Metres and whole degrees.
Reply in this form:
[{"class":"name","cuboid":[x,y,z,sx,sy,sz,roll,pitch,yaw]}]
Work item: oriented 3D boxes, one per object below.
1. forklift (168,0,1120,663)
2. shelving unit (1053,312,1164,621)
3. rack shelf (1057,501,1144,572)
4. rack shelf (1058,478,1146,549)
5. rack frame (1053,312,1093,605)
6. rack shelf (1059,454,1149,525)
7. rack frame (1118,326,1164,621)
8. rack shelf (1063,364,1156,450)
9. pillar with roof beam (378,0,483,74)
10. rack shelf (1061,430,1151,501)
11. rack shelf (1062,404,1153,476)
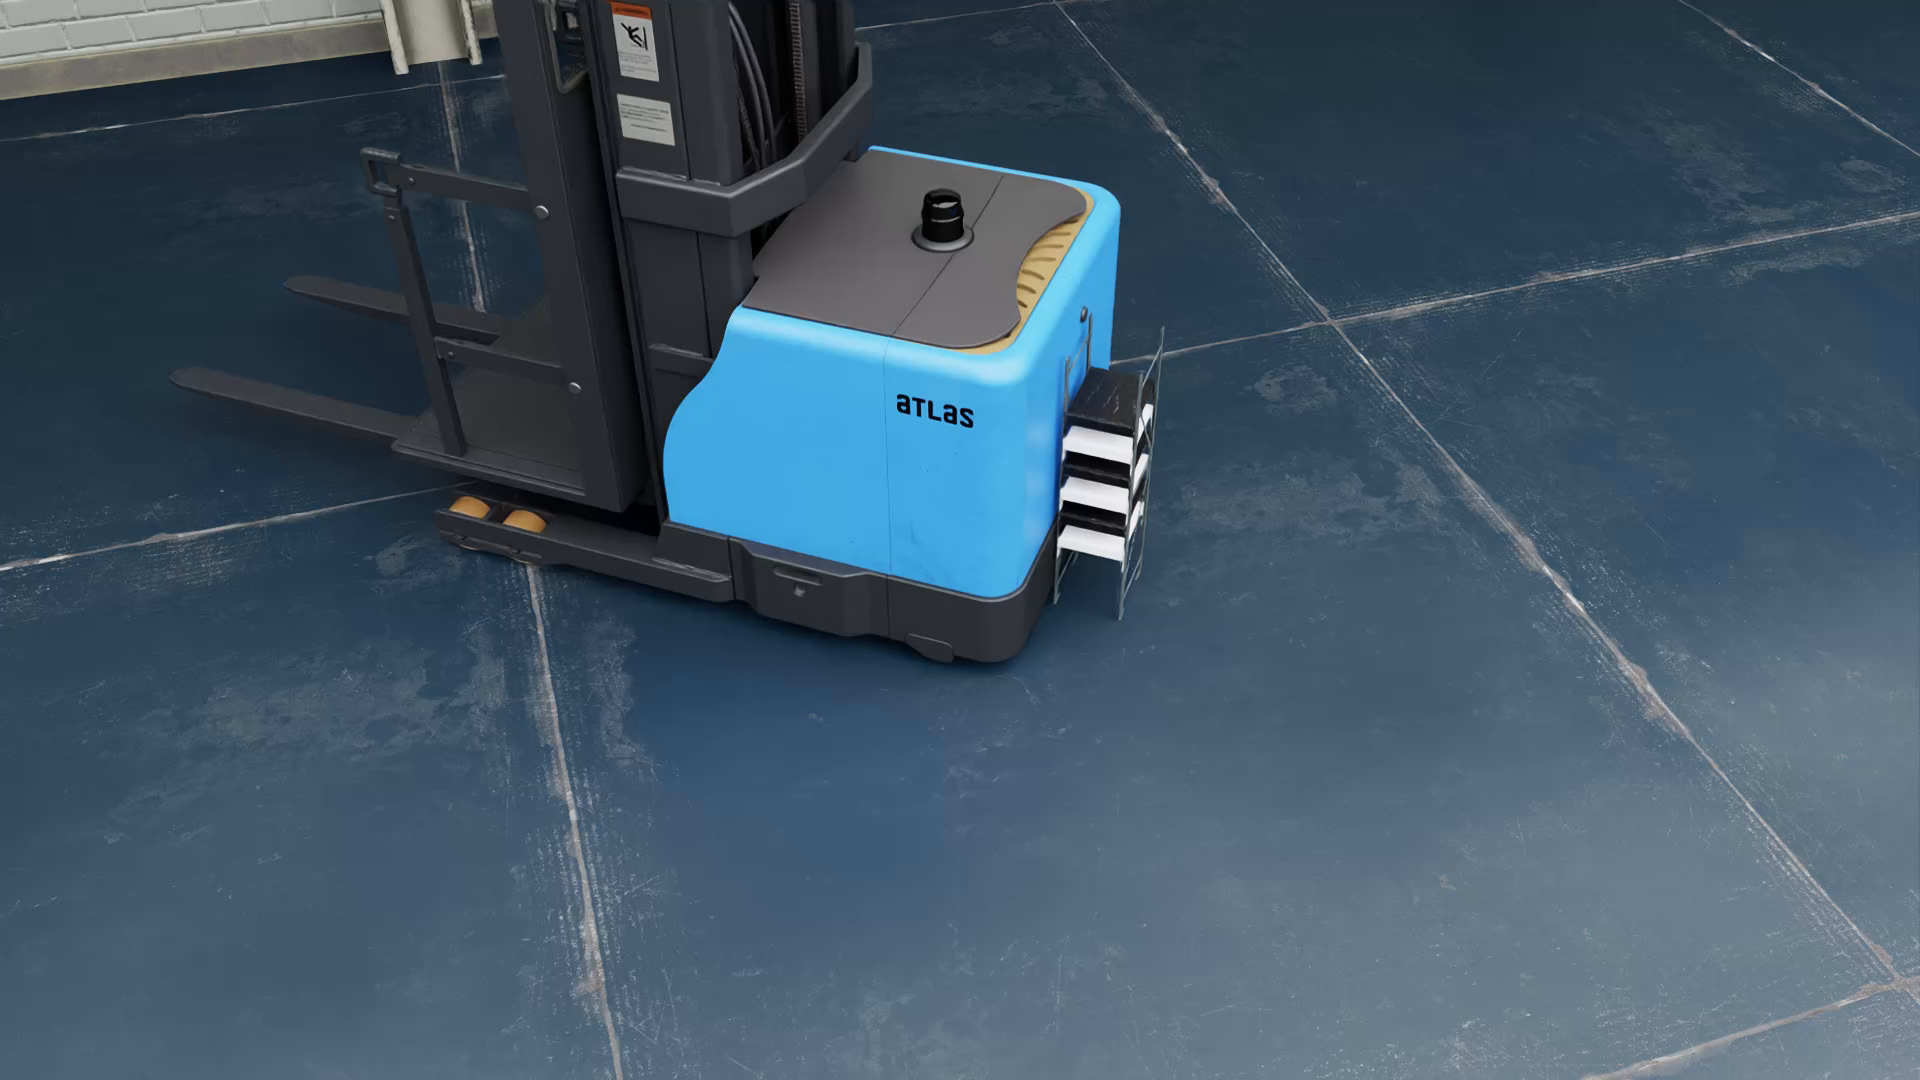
[{"class":"forklift","cuboid":[-1.097,-1.342,4.559,3.031,2.935,1.130,13,43,15]},{"class":"shelving unit","cuboid":[0.421,-0.194,4.788,0.210,0.900,0.258,13,43,15]},{"class":"rack shelf","cuboid":[0.421,-0.034,4.929,0.200,0.077,0.258,13,43,15]},{"class":"rack shelf","cuboid":[0.421,-0.101,4.870,0.200,0.077,0.258,13,43,15]},{"class":"rack frame","cuboid":[0.325,-0.217,4.814,0.006,0.900,0.240,13,43,15]},{"class":"rack shelf","cuboid":[0.421,-0.169,4.810,0.200,0.077,0.258,13,43,15]},{"class":"rack frame","cuboid":[0.517,-0.172,4.763,0.006,0.900,0.240,13,43,15]},{"class":"rack shelf","cuboid":[0.421,-0.373,4.633,0.200,0.077,0.258,13,43,15]},{"class":"pillar with roof beam","cuboid":[-1.184,-2.985,1.827,0.400,9.000,9.100,-12,42,-13]},{"class":"rack shelf","cuboid":[0.421,-0.237,4.751,0.200,0.077,0.258,13,43,15]},{"class":"rack shelf","cuboid":[0.421,-0.305,4.692,0.200,0.077,0.258,13,43,15]}]
